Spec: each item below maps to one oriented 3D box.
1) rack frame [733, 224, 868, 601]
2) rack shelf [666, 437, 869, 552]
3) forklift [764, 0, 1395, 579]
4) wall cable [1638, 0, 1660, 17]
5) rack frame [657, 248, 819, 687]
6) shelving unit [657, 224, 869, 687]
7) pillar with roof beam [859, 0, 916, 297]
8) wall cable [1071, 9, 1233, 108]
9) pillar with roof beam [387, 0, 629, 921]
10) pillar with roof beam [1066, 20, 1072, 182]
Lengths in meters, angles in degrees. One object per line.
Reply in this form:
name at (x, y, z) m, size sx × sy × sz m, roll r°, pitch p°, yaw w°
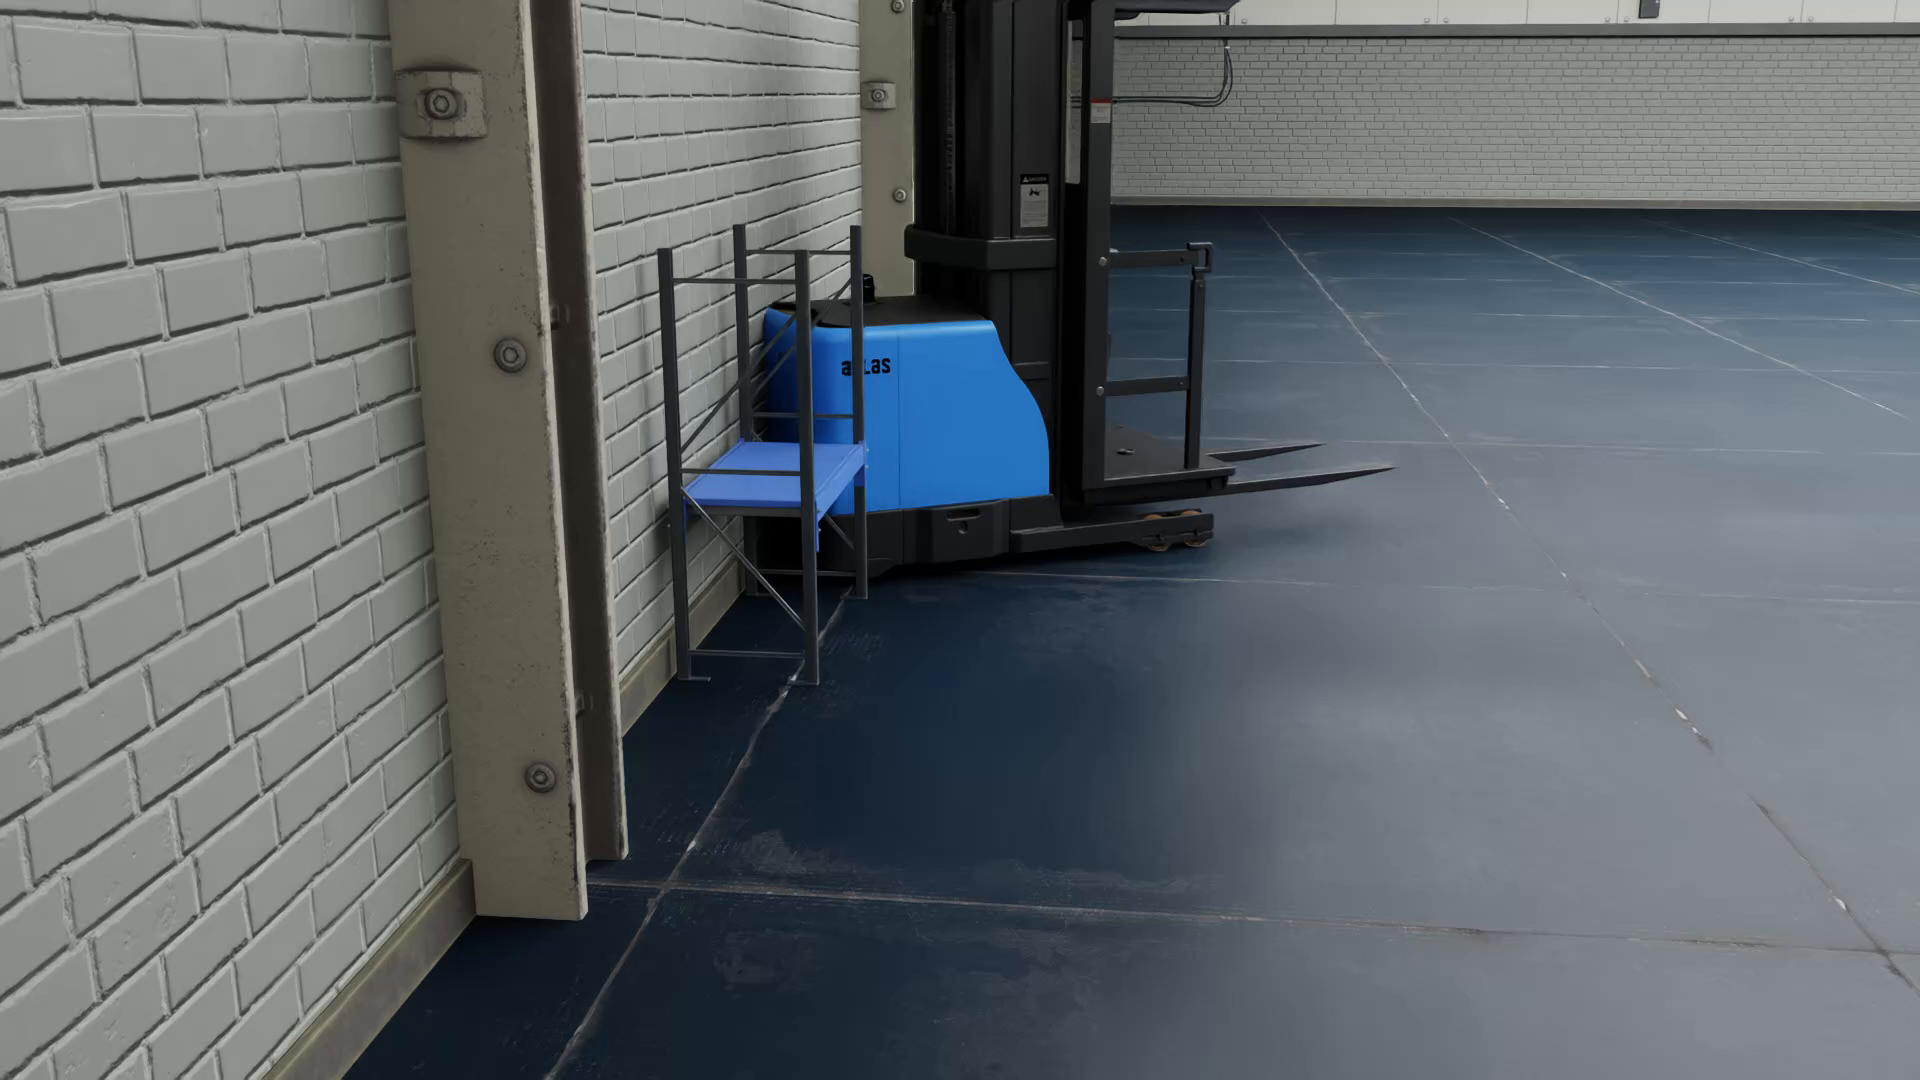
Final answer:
rack frame at (-0.627, -0.490, 6.600) m, size 0.500 × 1.500 × 0.032 m, roll 2°, pitch 15°, yaw 6°
rack shelf at (-0.684, -0.184, 6.159) m, size 0.538 × 0.185 × 1.000 m, roll 2°, pitch 15°, yaw 6°
forklift at (0.604, -1.482, 7.526) m, size 3.031 × 2.935 × 1.130 m, roll -6°, pitch 16°, yaw -22°
wall cable at (12.709, -11.758, 27.391) m, size 2.305 × 6.003 × 0.169 m, roll 2°, pitch 15°, yaw 6°
rack frame at (-0.741, -0.226, 5.624) m, size 0.500 × 1.500 × 0.032 m, roll 2°, pitch 15°, yaw 6°
shelving unit at (-0.684, -0.358, 6.112) m, size 0.538 × 1.500 × 1.048 m, roll 2°, pitch 15°, yaw 6°
pillar with roof beam at (3.878, -4.880, 8.468) m, size 9.100 × 9.000 × 0.400 m, roll 2°, pitch 15°, yaw 6°
wall cable at (3.278, -8.901, 29.289) m, size 3.097 × 2.526 × 0.112 m, roll 2°, pitch 15°, yaw 6°
pillar with roof beam at (3.201, -3.323, 2.713) m, size 9.100 × 9.000 × 0.400 m, roll 2°, pitch 15°, yaw 6°
pillar with roof beam at (5.909, -9.548, 25.733) m, size 9.100 × 9.000 × 0.400 m, roll 2°, pitch 15°, yaw 6°
